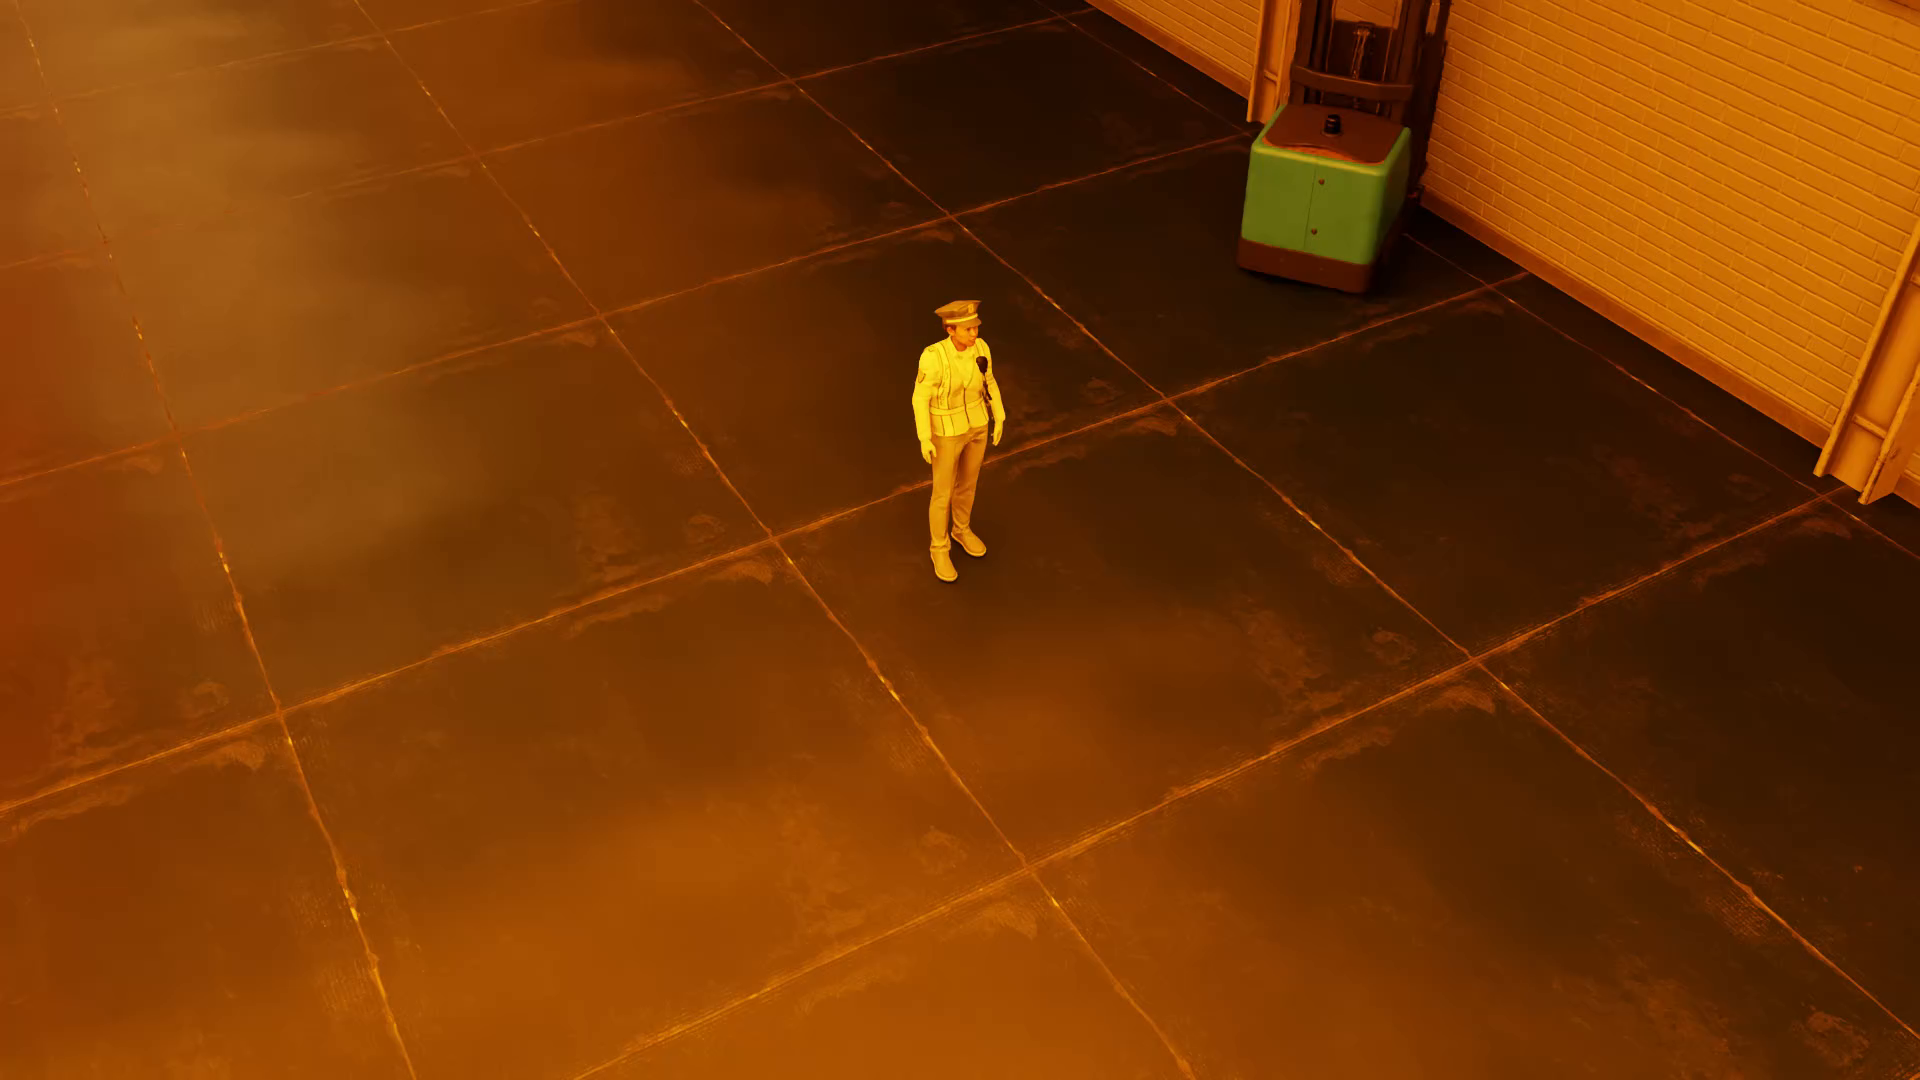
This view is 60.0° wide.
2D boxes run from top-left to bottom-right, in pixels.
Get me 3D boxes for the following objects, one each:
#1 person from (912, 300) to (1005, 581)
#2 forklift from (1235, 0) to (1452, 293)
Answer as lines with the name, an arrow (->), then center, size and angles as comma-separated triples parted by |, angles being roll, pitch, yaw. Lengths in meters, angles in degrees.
person -> 0.029, -0.617, 9.738 | 0.586, 1.694, 0.530 | -20, 44, -23
forklift -> 3.198, -3.913, 12.753 | 1.130, 2.935, 3.031 | 16, 42, 19
